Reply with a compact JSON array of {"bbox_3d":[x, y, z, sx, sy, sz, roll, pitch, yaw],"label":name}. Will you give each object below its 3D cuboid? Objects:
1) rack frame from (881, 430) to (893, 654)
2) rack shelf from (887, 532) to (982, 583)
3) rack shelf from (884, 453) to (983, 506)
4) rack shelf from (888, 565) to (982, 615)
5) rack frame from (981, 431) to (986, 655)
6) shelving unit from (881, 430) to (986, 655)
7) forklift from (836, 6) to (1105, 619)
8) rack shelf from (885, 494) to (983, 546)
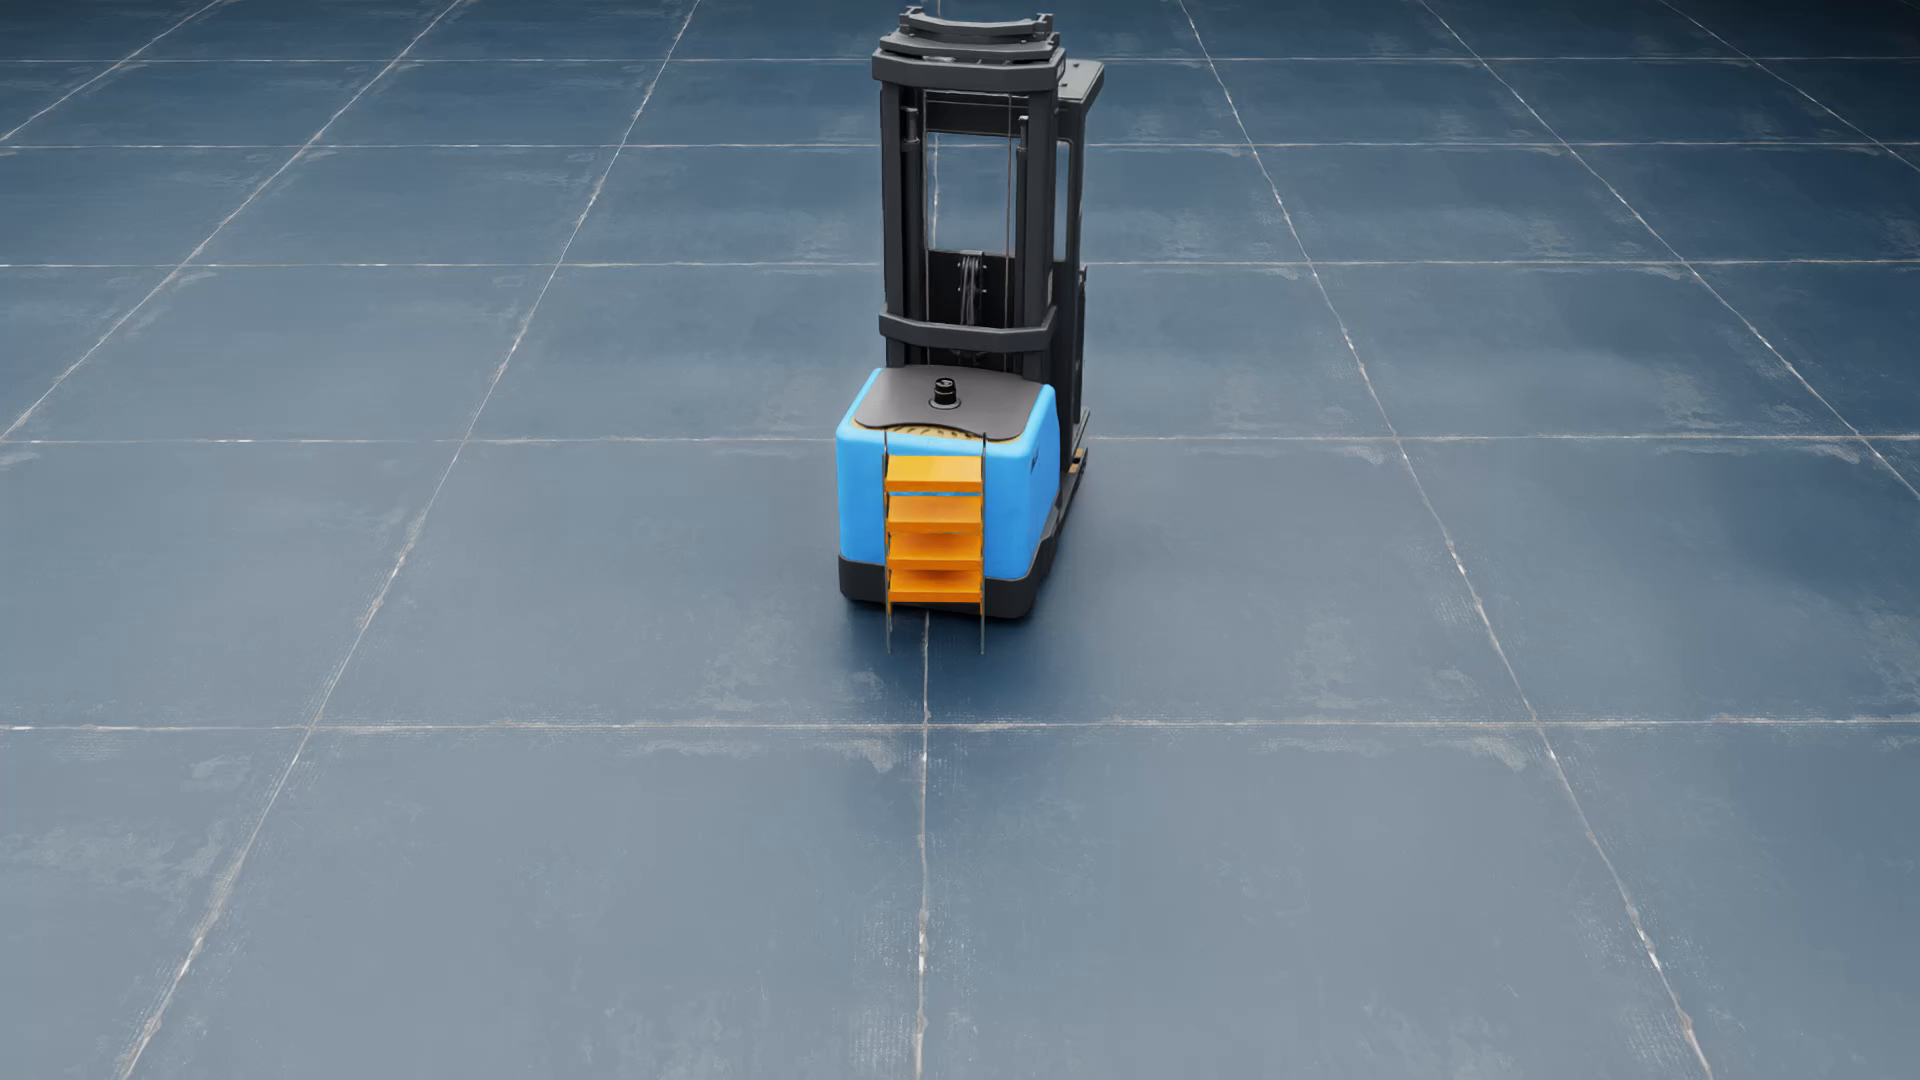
[{"bbox_3d":[-0.369,0.025,8.432,0.015,1.200,0.240,1,33,1],"label":"rack frame"},{"bbox_3d":[-0.125,0.084,8.464,0.480,0.148,0.258,1,33,1],"label":"rack shelf"},{"bbox_3d":[-0.125,-0.300,8.211,0.480,0.148,0.258,1,33,1],"label":"rack shelf"},{"bbox_3d":[-0.125,0.250,8.573,0.480,0.148,0.258,1,33,1],"label":"rack shelf"},{"bbox_3d":[0.119,0.031,8.422,0.015,1.200,0.240,1,33,1],"label":"rack frame"},{"bbox_3d":[-0.125,0.028,8.427,0.503,1.200,0.258,1,33,1],"label":"shelving unit"},{"bbox_3d":[0.174,-1.590,9.434,1.130,2.935,3.031,7,32,11],"label":"forklift"},{"bbox_3d":[-0.125,-0.103,8.341,0.480,0.148,0.258,1,33,1],"label":"rack shelf"}]
